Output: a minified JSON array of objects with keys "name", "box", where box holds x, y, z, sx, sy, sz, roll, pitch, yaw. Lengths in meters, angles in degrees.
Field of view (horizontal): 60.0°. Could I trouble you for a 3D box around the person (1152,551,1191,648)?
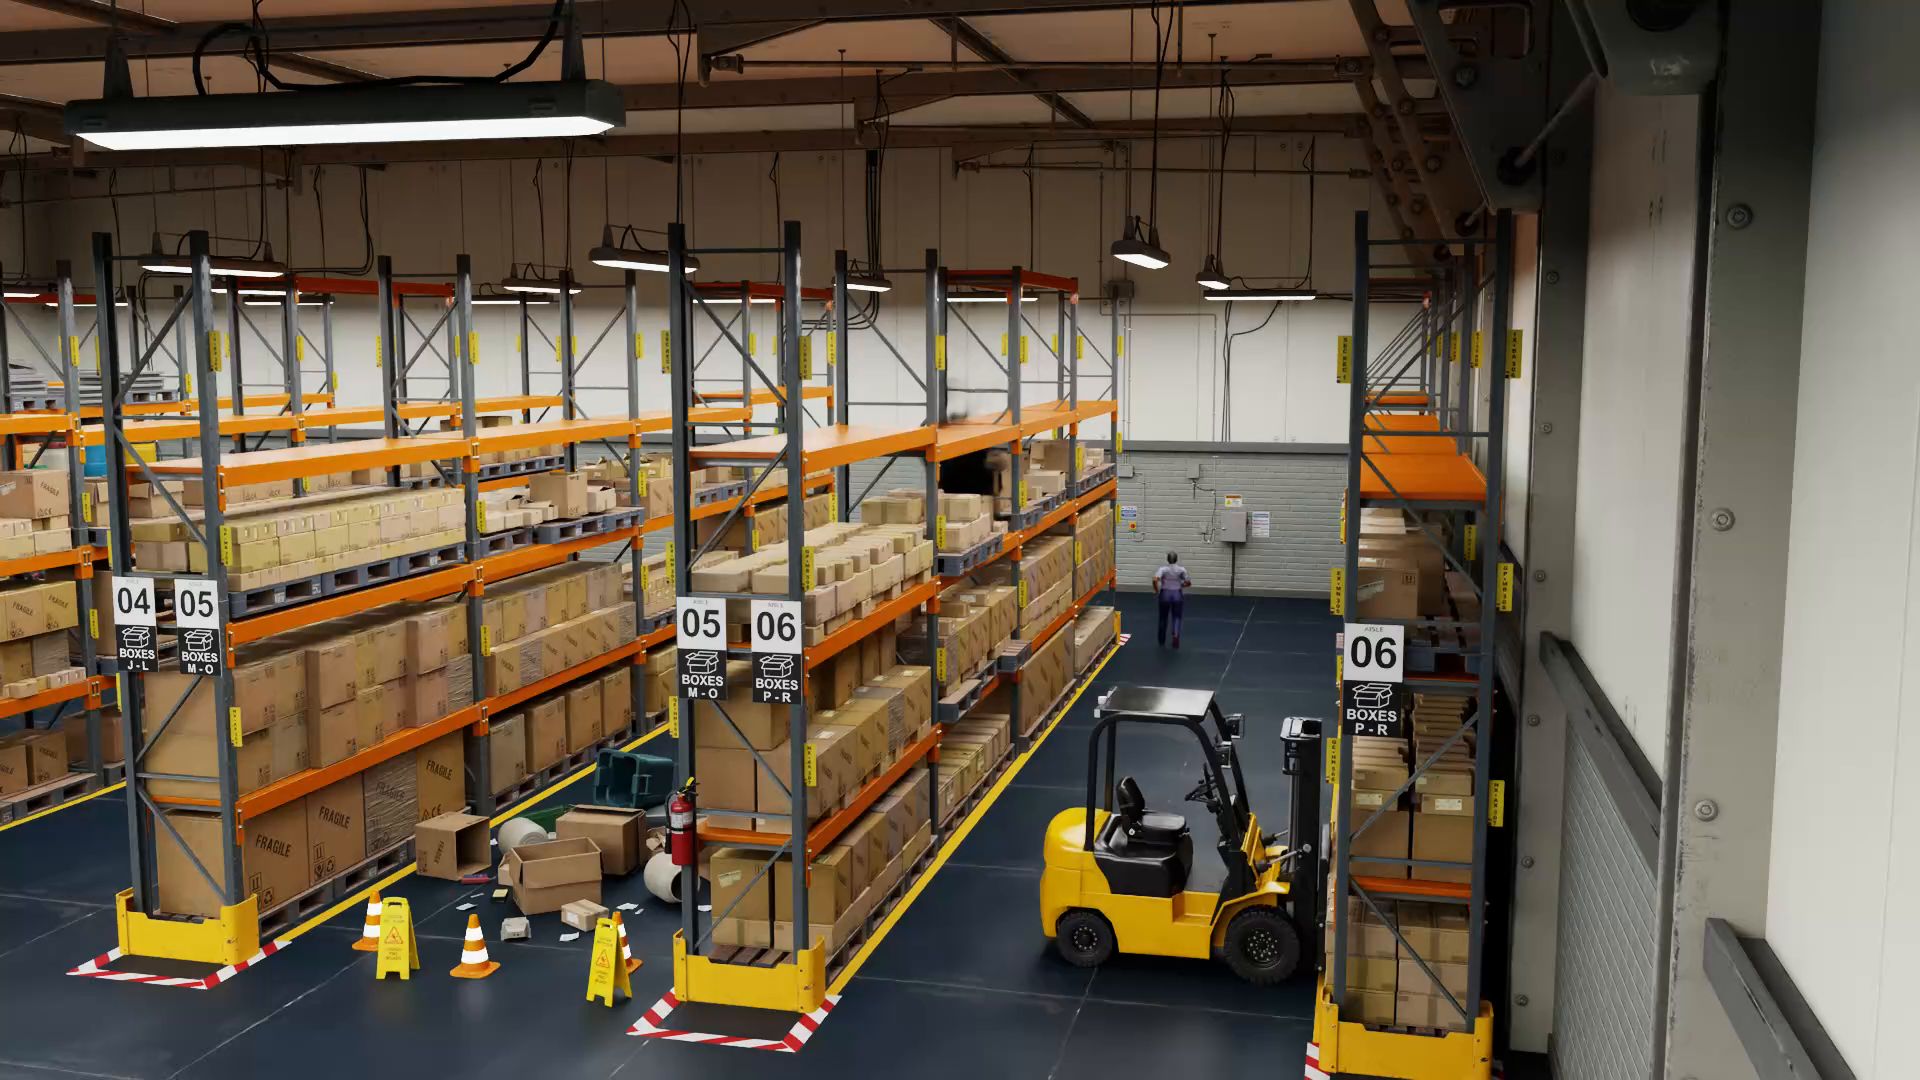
[{"name":"person","box":[3.493,1.001,27.471,0.632,1.640,0.862,1,7,7]}]
